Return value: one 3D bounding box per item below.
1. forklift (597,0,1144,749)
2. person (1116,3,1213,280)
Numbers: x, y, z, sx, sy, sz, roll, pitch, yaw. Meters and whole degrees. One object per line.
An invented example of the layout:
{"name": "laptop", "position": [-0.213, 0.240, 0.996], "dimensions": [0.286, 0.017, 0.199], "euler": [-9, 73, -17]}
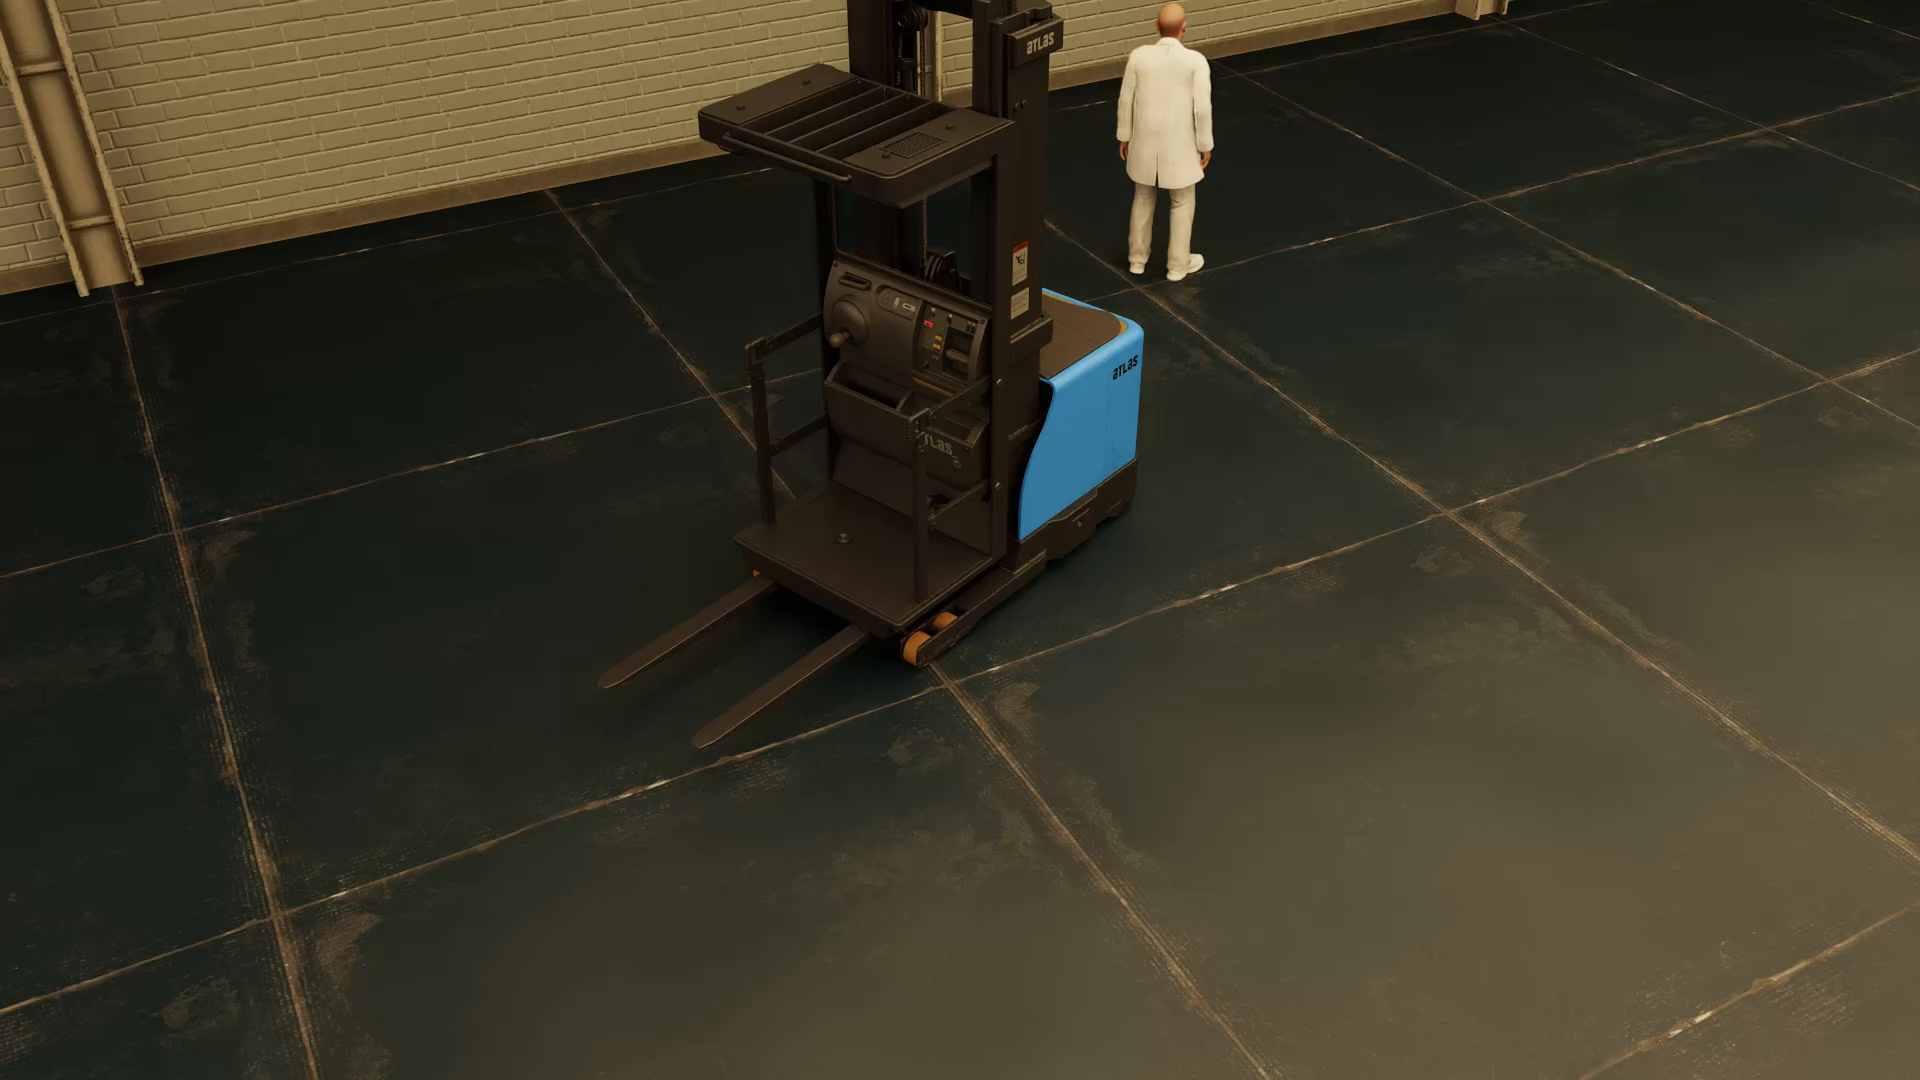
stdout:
{"name": "forklift", "position": [-0.390, -0.927, 7.434], "dimensions": [1.130, 2.935, 3.031], "euler": [26, 43, 31]}
{"name": "person", "position": [1.323, -2.565, 10.755], "dimensions": [0.643, 1.772, 0.436], "euler": [13, 37, 17]}
